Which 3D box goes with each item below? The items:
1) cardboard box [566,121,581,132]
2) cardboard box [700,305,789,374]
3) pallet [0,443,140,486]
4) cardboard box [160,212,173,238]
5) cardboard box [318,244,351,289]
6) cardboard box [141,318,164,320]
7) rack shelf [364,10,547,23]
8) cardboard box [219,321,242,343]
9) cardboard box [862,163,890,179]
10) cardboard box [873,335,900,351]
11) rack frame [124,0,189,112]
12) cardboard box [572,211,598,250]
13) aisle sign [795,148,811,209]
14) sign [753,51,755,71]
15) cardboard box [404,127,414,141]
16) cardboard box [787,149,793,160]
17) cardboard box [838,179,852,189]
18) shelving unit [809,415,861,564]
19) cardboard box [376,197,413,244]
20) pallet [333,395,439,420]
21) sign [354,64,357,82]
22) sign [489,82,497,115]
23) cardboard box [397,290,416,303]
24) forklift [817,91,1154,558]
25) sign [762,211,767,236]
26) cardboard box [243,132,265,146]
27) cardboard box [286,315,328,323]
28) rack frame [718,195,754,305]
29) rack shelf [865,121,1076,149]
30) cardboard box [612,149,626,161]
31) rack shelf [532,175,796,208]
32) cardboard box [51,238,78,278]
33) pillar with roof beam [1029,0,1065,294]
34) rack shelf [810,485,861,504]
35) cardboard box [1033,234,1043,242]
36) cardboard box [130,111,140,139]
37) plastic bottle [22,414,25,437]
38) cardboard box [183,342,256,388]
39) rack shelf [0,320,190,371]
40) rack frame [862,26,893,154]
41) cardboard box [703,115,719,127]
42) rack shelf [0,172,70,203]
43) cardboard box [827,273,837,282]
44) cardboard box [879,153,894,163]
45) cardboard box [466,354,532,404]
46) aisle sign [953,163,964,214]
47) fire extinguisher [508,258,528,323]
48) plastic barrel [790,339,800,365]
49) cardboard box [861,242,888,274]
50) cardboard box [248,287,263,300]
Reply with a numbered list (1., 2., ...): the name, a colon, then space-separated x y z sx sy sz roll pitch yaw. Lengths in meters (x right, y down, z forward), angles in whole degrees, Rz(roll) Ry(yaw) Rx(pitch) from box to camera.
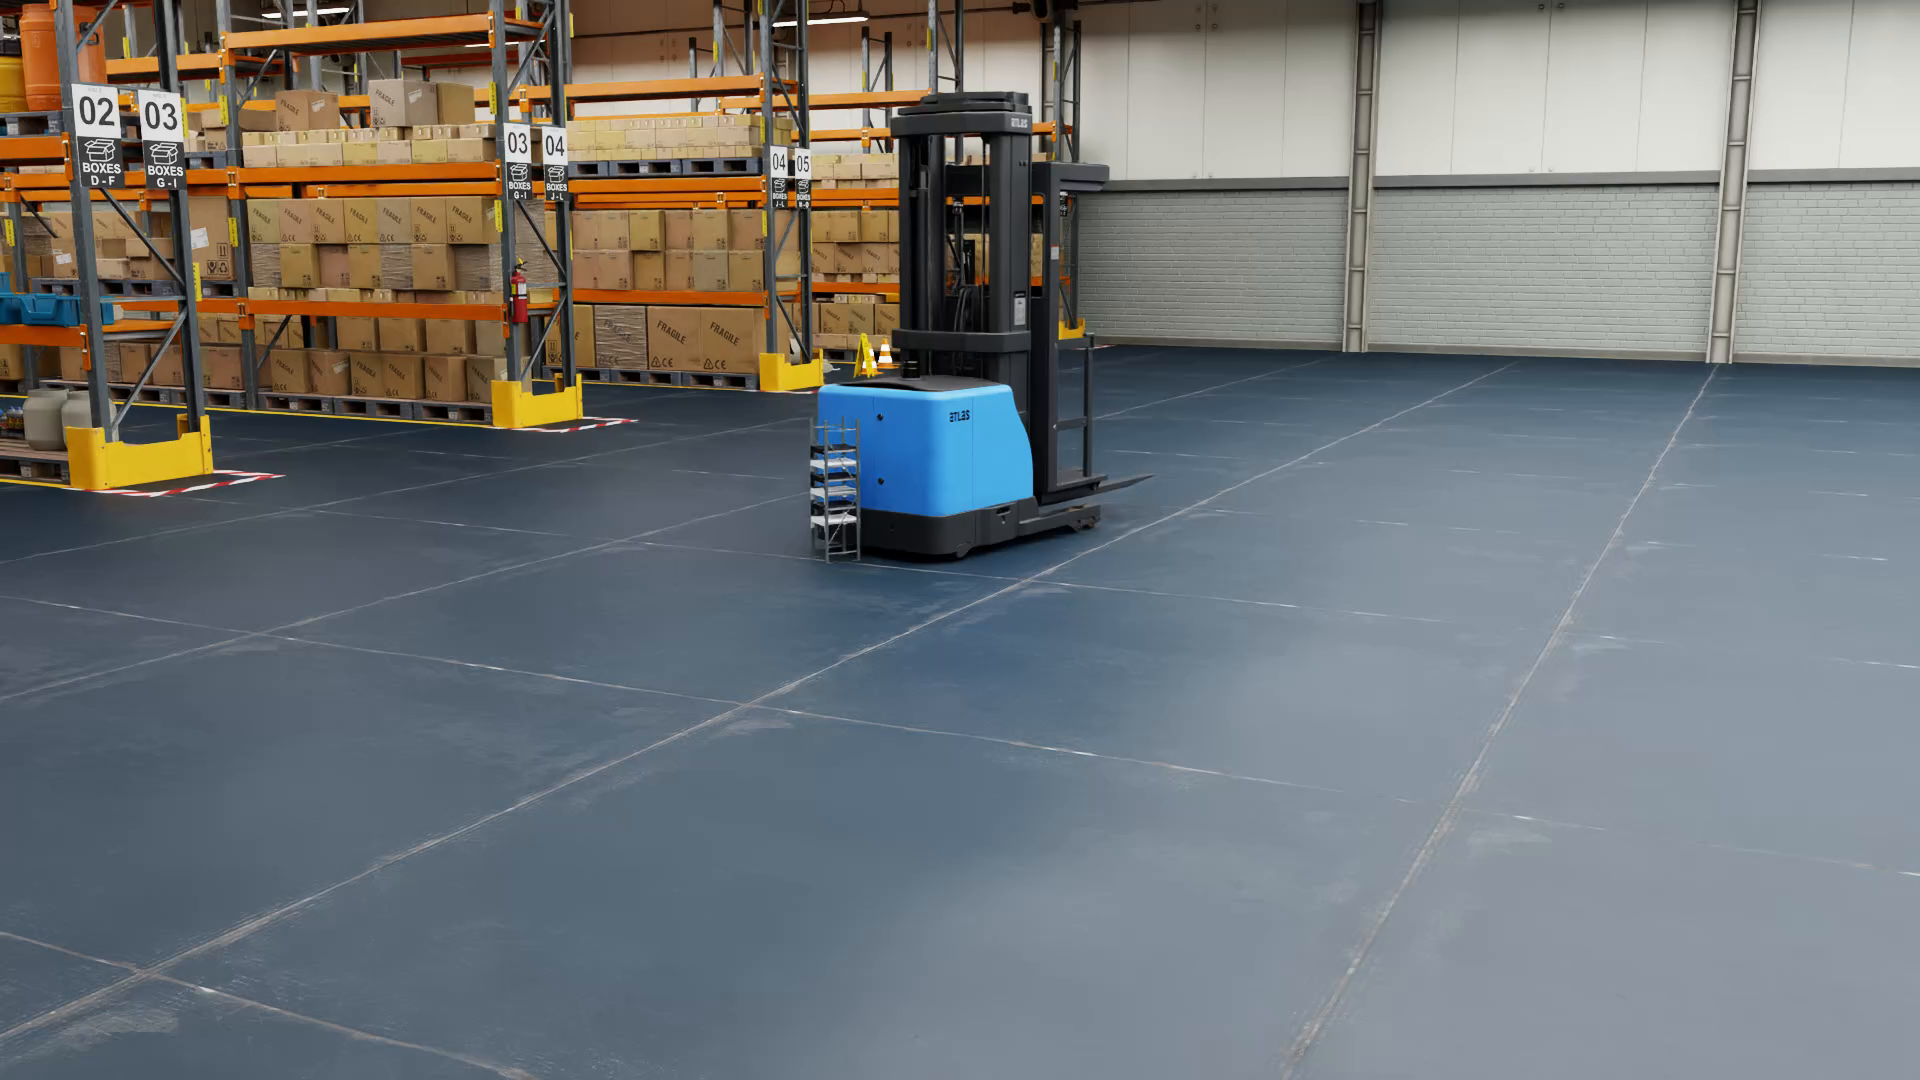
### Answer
1. cardboard box: -5.270 -5.752 23.175 0.250 0.149 0.380 5 11 25
2. cardboard box: -2.952 -2.763 22.863 0.875 0.875 0.875 5 11 26
3. pallet: -7.607 -0.675 14.369 1.213 0.211 1.003 5 11 26
4. cardboard box: -13.373 -5.267 27.986 0.500 0.500 0.500 5 12 27
5. cardboard box: -6.885 -3.172 19.219 0.500 0.500 0.875 5 11 26
6. cardboard box: -13.763 -3.705 28.434 0.250 0.149 0.380 5 11 25
7. rack shelf: -9.183 -9.379 30.474 4.000 0.370 1.077 5 11 26
8. cardboard box: -11.580 -3.300 26.883 0.500 0.500 0.500 5 12 27
9. cardboard box: -1.238 -5.946 26.823 0.500 0.250 0.500 5 11 25
10. cardboard box: -1.081 -3.234 27.219 0.500 0.250 0.500 5 11 26
11. rack frame: -13.076 -7.457 27.165 0.127 3.000 1.000 5 11 26
12. cardboard box: -5.042 -4.420 23.778 0.550 0.550 0.875 5 11 26
13. aisle sign: -2.119 -4.881 22.476 0.004 0.787 0.394 5 11 26
14. sign: -3.546 -8.209 28.474 0.005 0.325 0.100 5 11 26
15. cardboard box: -5.865 -4.444 18.243 0.250 0.149 0.380 5 11 26
16. cardboard box: -2.481 -5.246 22.615 0.250 0.149 0.380 5 11 26
17. cardboard box: -1.795 -5.799 27.132 0.250 0.149 0.380 5 11 24
18. shelving unit: -0.786 -0.319 10.461 0.258 0.900 0.210 -6 12 -30
19. cardboard box: -6.101 -3.545 18.471 0.500 0.500 0.500 5 11 26
20. pallet: -6.471 -1.575 19.340 1.213 0.211 1.003 5 11 26
21. sign: -11.244 -8.706 31.000 0.005 0.325 0.100 5 11 26
22. sign: -4.864 -4.600 17.314 0.005 0.325 0.100 5 11 26
23. cardboard box: -6.075 -2.737 18.635 0.250 0.149 0.380 5 11 26
24. forklift: 0.337 -1.545 11.539 1.130 2.935 3.031 7 13 35
25. sign: -2.568 -4.160 21.877 0.005 0.325 0.100 5 11 26
26. cardboard box: -8.032 -4.614 19.180 0.250 0.149 0.380 5 11 24
27. cardboard box: -10.219 -3.547 26.142 0.500 0.250 0.500 5 11 24
28. rack frame: -3.803 -4.673 28.628 0.127 3.000 1.000 5 11 26
29. rack shelf: 0.184 -7.710 31.704 4.000 0.370 1.077 5 11 26
30. cardboard box: -4.583 -5.300 22.913 0.250 0.149 0.380 5 11 26
31. rack shelf: -4.109 -4.839 23.142 4.000 0.370 1.077 5 11 26
32. cardboard box: -11.273 -3.625 21.378 0.500 0.500 0.500 4 11 19
33. pillar with roof beam: -0.153 -7.614 28.033 0.548 9.000 9.100 5 11 26
34. rack shelf: -0.786 -0.286 10.467 0.258 0.077 0.200 -6 12 -30
35. cardboard box: 1.563 -5.660 31.145 0.250 0.149 0.380 5 11 26
36. cardboard box: -10.334 -5.099 20.874 0.500 0.500 0.500 5 12 27
37. plastic bottle: -8.475 -1.077 15.152 0.133 0.283 0.061 5 12 27
38. cardboard box: -9.148 -2.169 20.577 0.500 0.500 0.700 5 11 25
39. rack shelf: -8.585 -1.788 14.705 4.000 0.370 1.077 5 11 26
40. rack frame: -1.610 -8.418 32.475 0.127 3.000 1.000 5 11 26
41. cardboard box: -3.220 -5.572 22.181 0.250 0.149 0.380 5 12 27
42. rack shelf: -13.568 -4.685 22.292 4.000 0.370 1.077 5 11 26
43. cardboard box: -2.008 -4.353 27.565 0.250 0.149 0.380 5 11 26
44. cardboard box: -1.101 -6.126 26.698 0.250 0.149 0.380 5 11 25
45. cardboard box: -5.153 -1.804 18.613 0.500 0.500 0.500 8 13 36
46. aisle sign: -0.023 -5.682 26.901 0.004 0.787 0.394 5 11 26
47. fire extinguisher: -4.702 -2.654 17.692 0.183 0.674 0.296 5 11 26
48. plastic barrel: -2.738 -3.011 26.679 0.512 0.421 0.421 -4 11 -23
49. cardboard box: -1.271 -4.592 27.066 0.500 0.500 0.500 5 11 26
50. cardboard box: -8.128 -2.902 19.546 0.250 0.149 0.380 5 11 26
